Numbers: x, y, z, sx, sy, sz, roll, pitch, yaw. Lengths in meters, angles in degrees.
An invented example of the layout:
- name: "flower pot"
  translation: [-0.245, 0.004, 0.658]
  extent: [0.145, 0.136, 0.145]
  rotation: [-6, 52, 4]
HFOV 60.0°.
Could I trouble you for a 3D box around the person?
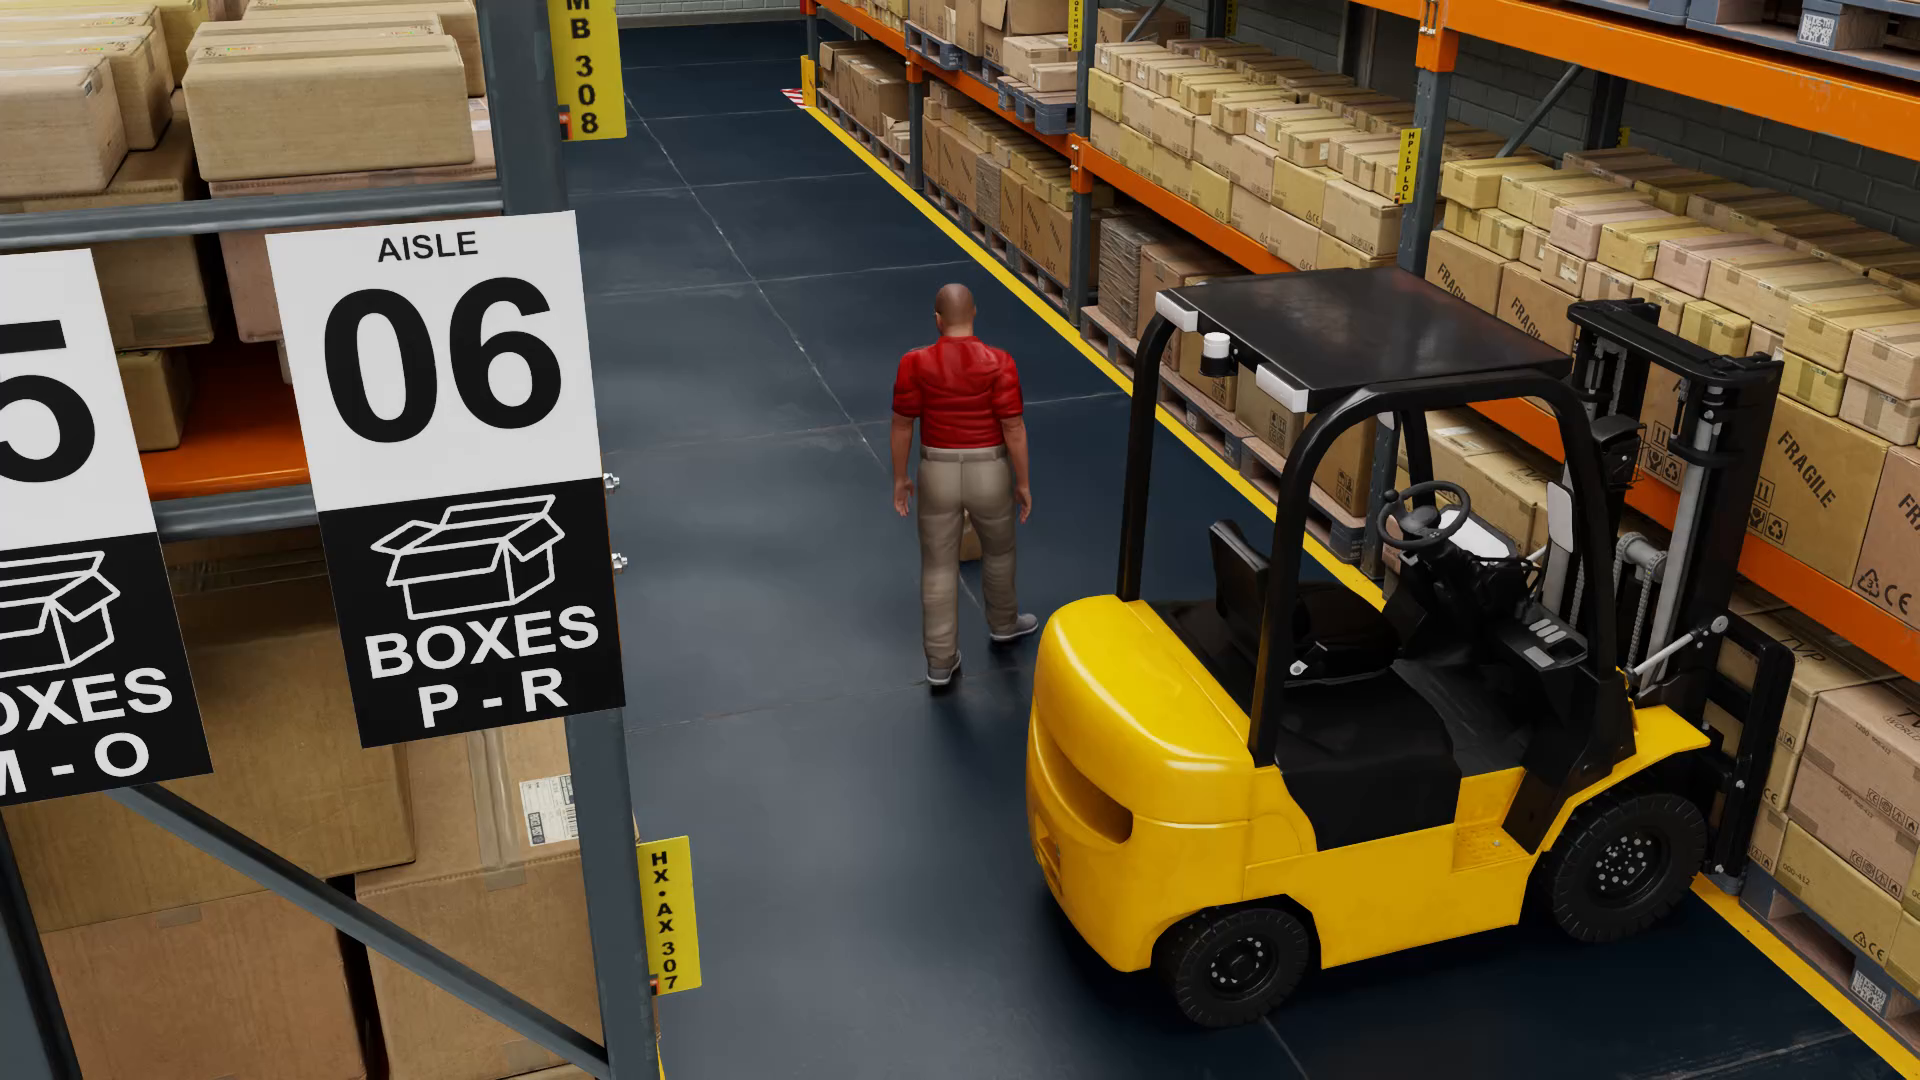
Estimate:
- name: "person"
  translation: [0.025, -0.247, 7.156]
  extent: [0.639, 1.735, 0.716]
  rotation: [2, 26, 4]
